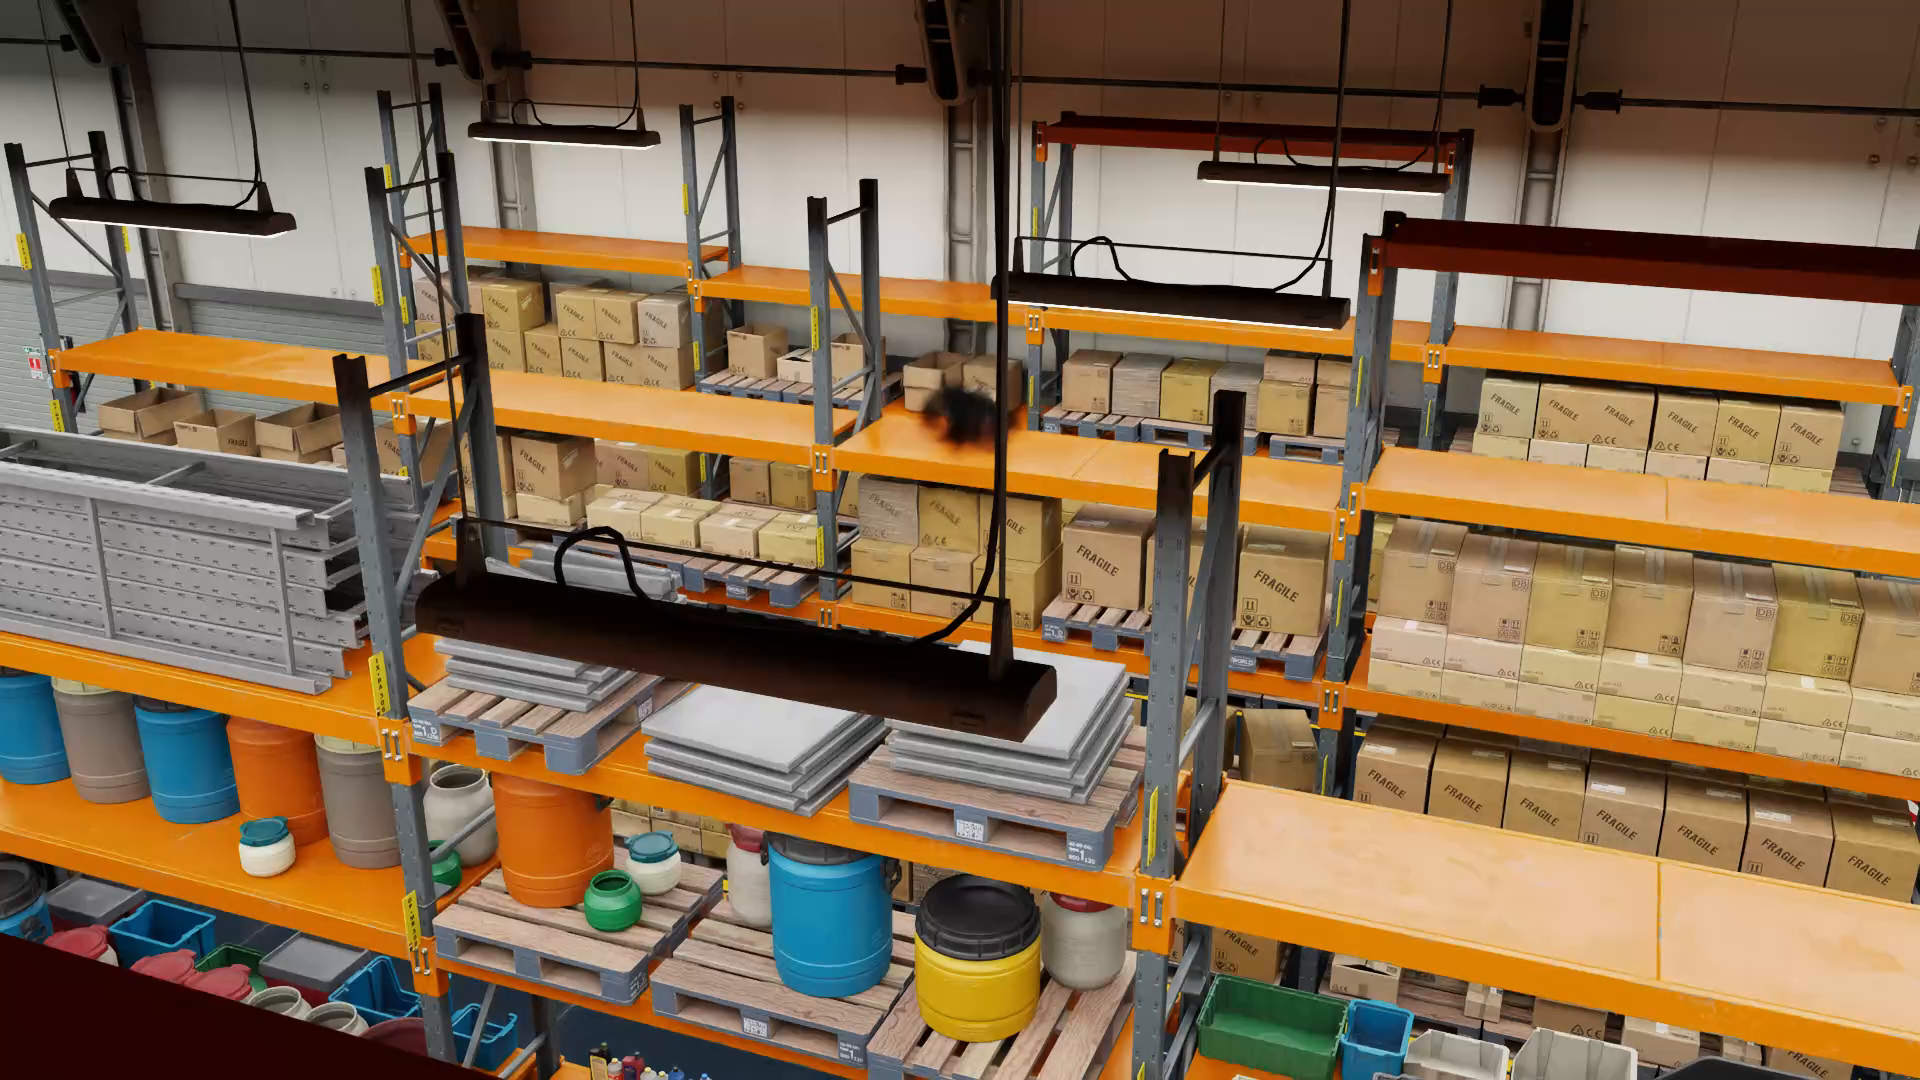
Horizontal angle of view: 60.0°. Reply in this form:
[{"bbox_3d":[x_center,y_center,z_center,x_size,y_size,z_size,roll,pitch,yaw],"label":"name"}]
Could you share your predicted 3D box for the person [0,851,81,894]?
[{"bbox_3d":[-7.609,2.412,13.690,0.653,1.743,0.724,5,21,13],"label":"person"}]
